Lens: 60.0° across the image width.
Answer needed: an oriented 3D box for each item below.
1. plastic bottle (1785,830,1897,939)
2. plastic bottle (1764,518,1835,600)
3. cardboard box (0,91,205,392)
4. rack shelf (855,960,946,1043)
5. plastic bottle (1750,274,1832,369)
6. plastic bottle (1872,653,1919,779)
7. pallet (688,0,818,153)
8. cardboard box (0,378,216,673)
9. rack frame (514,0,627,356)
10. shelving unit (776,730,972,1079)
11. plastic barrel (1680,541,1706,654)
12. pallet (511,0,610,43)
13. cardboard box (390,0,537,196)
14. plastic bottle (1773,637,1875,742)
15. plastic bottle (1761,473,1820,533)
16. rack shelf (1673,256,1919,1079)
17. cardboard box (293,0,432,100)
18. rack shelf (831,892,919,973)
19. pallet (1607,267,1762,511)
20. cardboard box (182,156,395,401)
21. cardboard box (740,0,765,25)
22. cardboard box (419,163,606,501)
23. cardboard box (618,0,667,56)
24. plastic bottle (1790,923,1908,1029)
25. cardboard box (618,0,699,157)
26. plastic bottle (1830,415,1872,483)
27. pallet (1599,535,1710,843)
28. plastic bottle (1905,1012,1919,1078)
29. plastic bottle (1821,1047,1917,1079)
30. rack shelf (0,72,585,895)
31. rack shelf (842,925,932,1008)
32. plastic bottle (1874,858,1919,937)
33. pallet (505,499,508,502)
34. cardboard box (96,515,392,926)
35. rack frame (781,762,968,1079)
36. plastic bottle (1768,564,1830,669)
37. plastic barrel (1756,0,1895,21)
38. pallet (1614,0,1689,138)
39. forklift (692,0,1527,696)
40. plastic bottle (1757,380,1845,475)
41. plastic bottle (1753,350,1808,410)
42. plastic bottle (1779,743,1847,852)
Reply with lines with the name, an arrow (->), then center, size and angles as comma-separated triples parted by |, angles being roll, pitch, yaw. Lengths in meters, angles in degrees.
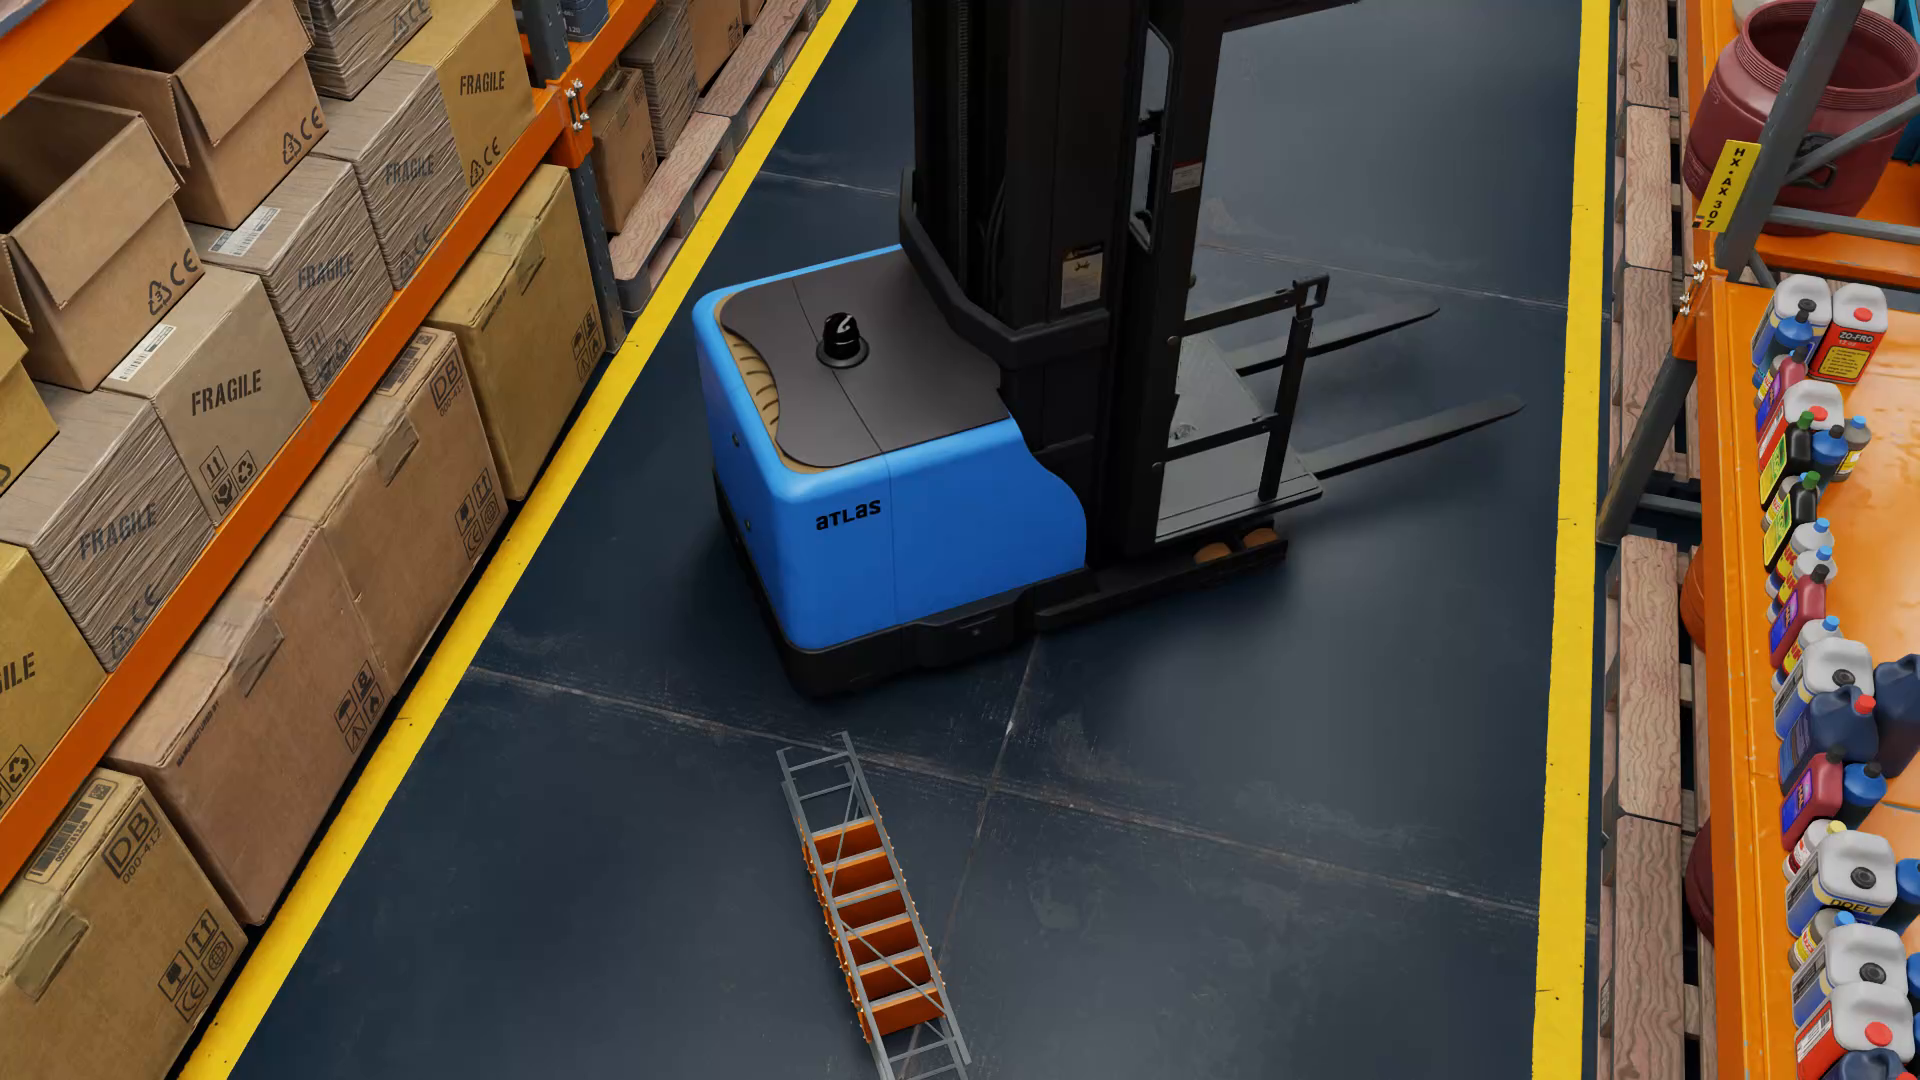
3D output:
plastic bottle -> 1.943, 0.768, 3.655 | 0.152, 0.276, 0.135 | 12, 50, 10
plastic bottle -> 2.178, 0.045, 4.296 | 0.097, 0.271, 0.097 | 0, 49, 0
cardboard box -> -2.452, -0.783, 4.205 | 0.797, 0.503, 0.637 | 13, 50, 11
rack shelf -> -0.175, 1.365, 4.917 | 0.258, 0.180, 0.103 | -15, 51, -13
plastic bottle -> 2.453, -0.634, 4.891 | 0.152, 0.276, 0.135 | 12, 50, 10
plastic bottle -> 2.224, 0.392, 3.936 | 0.144, 0.351, 0.185 | 12, 50, 10
pallet -> -1.370, -2.423, 8.248 | 1.003, 0.211, 1.213 | 12, 50, 10
cardboard box -> -2.327, -0.050, 4.227 | 0.500, 0.500, 0.500 | 11, 49, 9
rack frame -> -1.900, -1.901, 5.927 | 1.000, 3.000, 0.127 | 12, 50, 10
shelving unit -> -0.281, 1.141, 5.112 | 0.258, 0.189, 1.200 | -15, 51, -13
plastic barrel -> 2.766, 0.013, 5.406 | 0.600, 0.830, 0.708 | 12, 50, 10
pallet -> -1.815, -2.374, 6.473 | 1.213, 0.211, 1.003 | 12, 50, 10
cardboard box -> -1.790, -1.528, 5.532 | 0.500, 0.500, 0.500 | 13, 50, 11
plastic bottle -> 2.088, 0.370, 4.006 | 0.152, 0.276, 0.135 | 12, 50, 10
plastic bottle -> 2.239, -0.099, 4.469 | 0.097, 0.201, 0.097 | 0, 49, 0
rack shelf -> 2.352, 0.761, 4.058 | 1.077, 0.370, 4.000 | 12, 50, 10
cardboard box -> -2.108, -1.741, 5.050 | 0.797, 0.503, 0.637 | 13, 50, 11
rack shelf -> -0.256, 1.195, 5.066 | 0.258, 0.180, 0.103 | -15, 51, -13
pallet -> 3.120, -0.554, 6.598 | 1.003, 0.211, 1.213 | 12, 50, 10
cardboard box -> -2.061, -0.793, 4.882 | 0.500, 0.500, 0.500 | 10, 49, 9
cardboard box -> -1.320, -2.927, 8.206 | 0.700, 0.500, 0.500 | 8, 49, 7
cardboard box -> -2.101, -0.842, 6.130 | 1.225, 0.875, 0.875 | 9, 49, 8
cardboard box -> -1.622, -2.344, 7.192 | 0.500, 0.250, 0.500 | 17, 51, 14
plastic bottle -> 1.882, 0.935, 3.507 | 0.152, 0.276, 0.135 | 12, 50, 10
cardboard box -> -1.609, -2.112, 7.487 | 0.700, 0.500, 0.500 | 8, 49, 7
plastic bottle -> 2.456, -0.263, 4.614 | 0.097, 0.201, 0.097 | 0, 49, 0
pallet -> 2.711, 0.577, 5.600 | 1.003, 0.211, 1.213 | 12, 50, 10
plastic bottle -> 1.972, 1.045, 3.413 | 0.097, 0.271, 0.097 | 0, 49, 0
plastic bottle -> 1.801, 1.123, 3.291 | 0.144, 0.351, 0.185 | 12, 50, 10
rack shelf -> -2.426, -0.217, 4.920 | 1.077, 0.370, 4.000 | 12, 50, 10
rack shelf -> -0.216, 1.280, 4.991 | 0.258, 0.180, 0.103 | -15, 51, -13
plastic bottle -> 2.068, 0.780, 3.647 | 0.097, 0.271, 0.097 | 0, 49, 0
pallet -> -2.180, -0.423, 6.483 | 1.003, 0.211, 1.213 | 12, 50, 10
cardboard box -> -2.569, 0.443, 4.996 | 1.225, 0.875, 0.875 | 10, 49, 9
rack frame -> -0.282, 1.201, 5.181 | 0.240, 0.006, 1.200 | -15, 51, -13
plastic bottle -> 2.105, 0.191, 4.159 | 0.061, 0.283, 0.133 | 12, 50, 10
plastic barrel -> 2.943, -1.747, 5.717 | 0.421, 0.512, 0.421 | 0, 49, 0
pallet -> 3.762, -2.319, 8.156 | 1.003, 0.211, 1.213 | 12, 50, 10
forklift -> 0.660, -1.153, 5.313 | 3.031, 2.935, 1.130 | -17, 51, -14
plastic bottle -> 2.331, -0.299, 4.596 | 0.152, 0.276, 0.135 | 12, 50, 10
plastic bottle -> 2.370, -0.460, 4.788 | 0.097, 0.201, 0.097 | 0, 49, 0
plastic bottle -> 1.960, 0.589, 3.808 | 0.061, 0.283, 0.133 | 12, 50, 10
